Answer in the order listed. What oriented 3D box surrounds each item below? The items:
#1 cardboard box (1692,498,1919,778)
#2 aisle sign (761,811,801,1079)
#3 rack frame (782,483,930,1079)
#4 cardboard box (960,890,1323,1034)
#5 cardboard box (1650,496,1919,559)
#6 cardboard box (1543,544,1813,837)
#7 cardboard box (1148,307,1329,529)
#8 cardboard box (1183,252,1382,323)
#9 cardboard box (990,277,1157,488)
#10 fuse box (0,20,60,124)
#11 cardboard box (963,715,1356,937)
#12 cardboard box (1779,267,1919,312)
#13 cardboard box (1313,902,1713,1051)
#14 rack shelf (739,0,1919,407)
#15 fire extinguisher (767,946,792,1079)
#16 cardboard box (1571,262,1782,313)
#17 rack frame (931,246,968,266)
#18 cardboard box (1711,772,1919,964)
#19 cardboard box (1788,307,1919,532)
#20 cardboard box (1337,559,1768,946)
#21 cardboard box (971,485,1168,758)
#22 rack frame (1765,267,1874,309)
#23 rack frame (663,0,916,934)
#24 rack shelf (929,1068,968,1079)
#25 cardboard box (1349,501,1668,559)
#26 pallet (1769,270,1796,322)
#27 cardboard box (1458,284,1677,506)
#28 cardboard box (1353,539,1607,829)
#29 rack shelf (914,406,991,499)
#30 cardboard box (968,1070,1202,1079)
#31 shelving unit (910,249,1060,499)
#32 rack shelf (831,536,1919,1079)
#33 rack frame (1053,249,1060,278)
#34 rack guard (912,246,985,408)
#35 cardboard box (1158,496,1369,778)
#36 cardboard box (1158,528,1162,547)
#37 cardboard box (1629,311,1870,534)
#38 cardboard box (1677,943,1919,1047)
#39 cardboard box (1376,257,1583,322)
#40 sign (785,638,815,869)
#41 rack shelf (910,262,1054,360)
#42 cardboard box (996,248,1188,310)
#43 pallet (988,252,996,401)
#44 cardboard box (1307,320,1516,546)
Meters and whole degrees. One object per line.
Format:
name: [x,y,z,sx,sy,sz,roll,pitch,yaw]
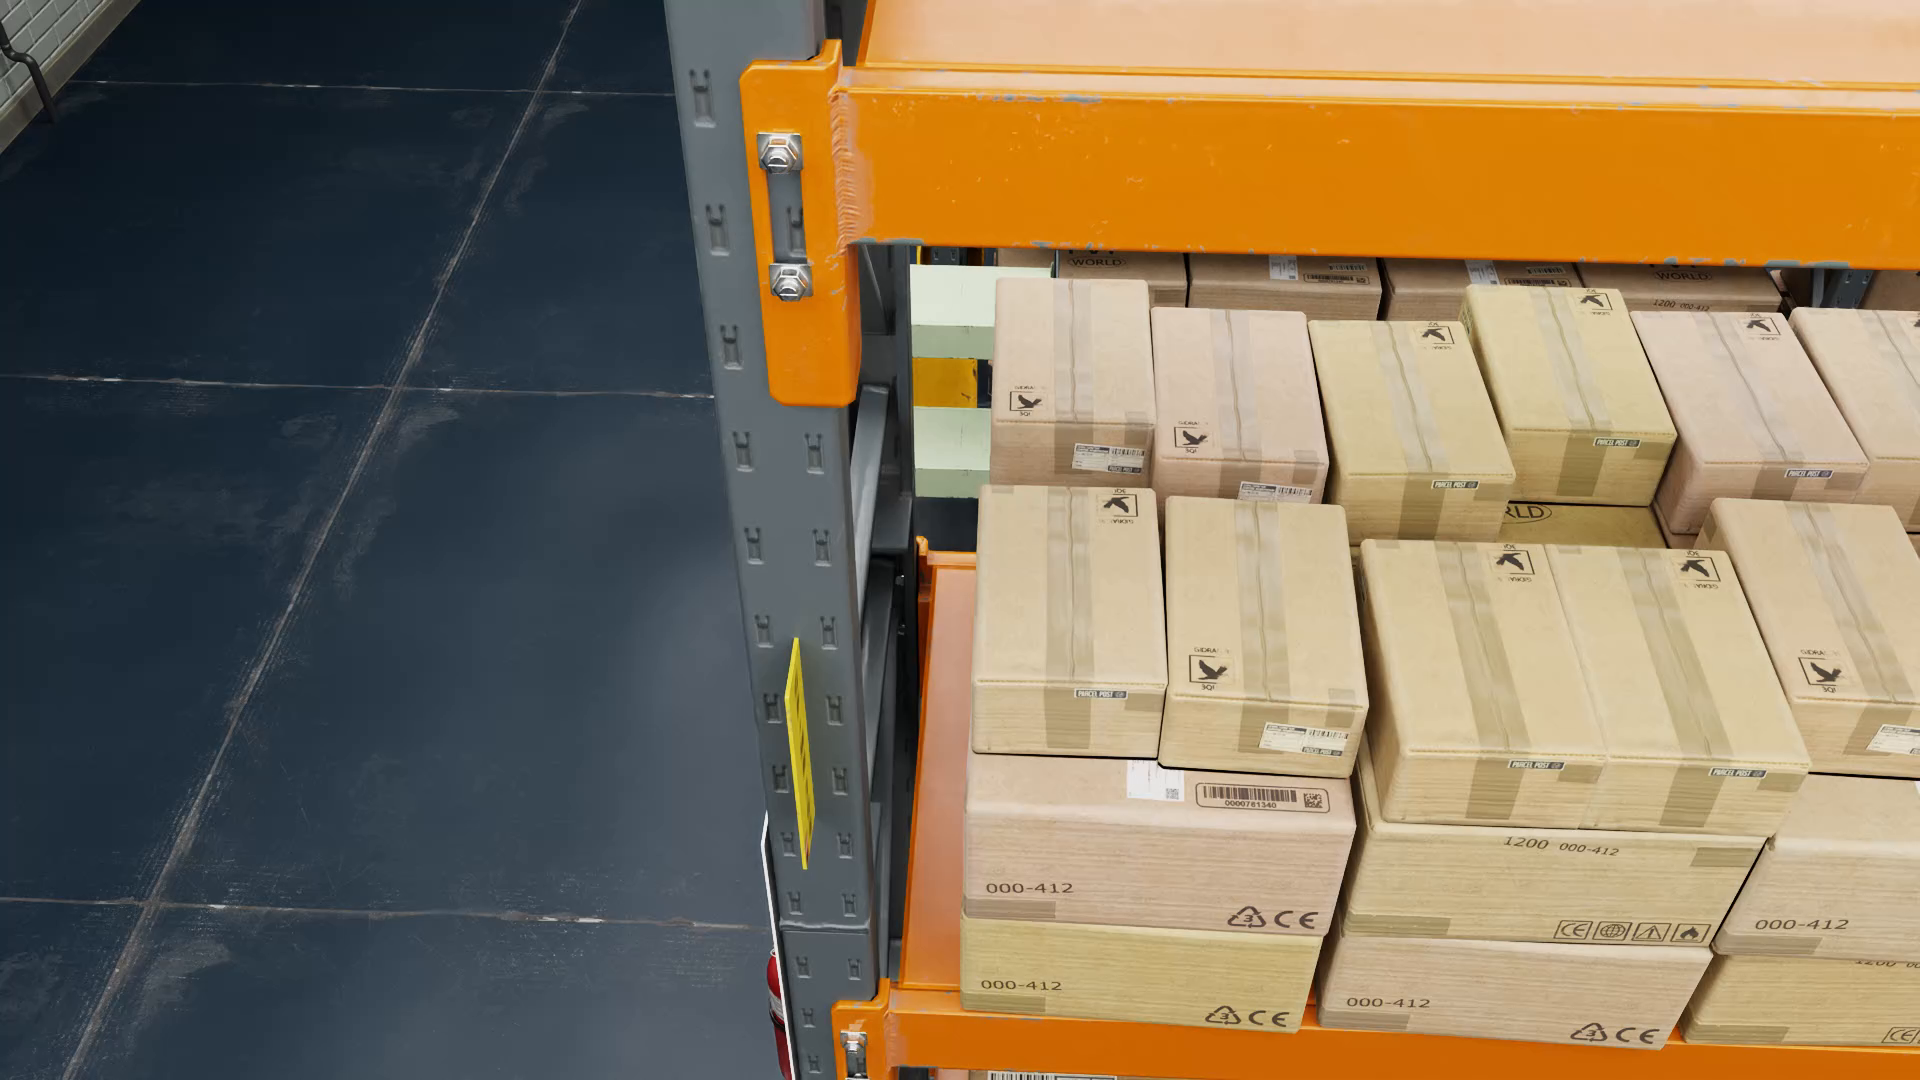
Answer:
cardboard box: [1.172,0.125,2.250,0.250,0.149,0.380,3,43,3]
aisle sign: [-0.254,0.560,2.626,0.004,0.787,0.394,2,43,2]
rack frame: [-0.168,1.310,3.729,0.127,3.000,1.000,2,43,2]
cardboard box: [0.269,0.455,2.556,0.500,0.250,0.500,3,43,3]
cardboard box: [1.326,-0.043,2.723,0.500,0.250,0.500,2,43,3]
cardboard box: [0.910,0.189,2.182,0.250,0.149,0.380,2,43,2]
cardboard box: [0.420,-0.192,2.591,0.250,0.149,0.380,2,43,3]
cardboard box: [1.533,-1.306,8.108,0.875,0.438,0.875,3,43,3]
cardboard box: [0.178,-0.252,2.655,0.250,0.149,0.380,1,43,2]
fuse box: [-5.439,-3.176,9.489,0.414,1.711,0.539,2,43,2]
cardboard box: [0.269,0.275,2.382,0.500,0.250,0.500,2,43,3]
cardboard box: [4.573,-1.353,7.838,0.875,0.875,0.875,3,43,3]
cardboard box: [0.795,0.474,2.535,0.500,0.250,0.500,3,43,3]
rack shelf: [1.830,-0.560,1.864,4.000,0.370,1.077,2,43,2]
fire extinguisher: [-0.399,1.152,4.228,0.183,0.674,0.296,2,43,2]
cardboard box: [3.328,-1.250,8.048,0.875,0.438,0.875,1,43,1]
rack frame: [-0.046,-2.064,7.350,0.127,3.000,1.000,2,43,2]
cardboard box: [1.285,0.313,2.341,0.500,0.250,0.500,2,43,2]
cardboard box: [1.456,-0.191,2.590,0.250,0.149,0.380,3,43,3]
cardboard box: [0.781,0.290,2.366,0.500,0.250,0.500,1,43,1]
cardboard box: [0.146,0.103,2.274,0.250,0.149,0.380,1,43,2]
rack frame: [3.950,-1.941,7.219,0.127,3.000,1.000,2,43,2]
rack frame: [-0.168,-0.885,1.684,0.127,3.000,1.000,2,43,2]
rack shelf: [1.830,1.634,3.908,4.000,0.370,1.077,2,43,2]
cardboard box: [0.815,-0.060,2.742,0.500,0.250,0.500,1,43,1]
pallet: [4.724,-0.949,8.199,1.213,0.211,1.003,2,43,2]
cardboard box: [0.945,-0.236,2.638,0.250,0.149,0.380,2,43,3]
cardboard box: [0.667,0.181,2.190,0.250,0.149,0.380,2,43,2]
rack shelf: [0.007,-0.310,7.046,0.720,0.370,0.431,2,43,2]
cardboard box: [0.269,0.993,3.044,0.500,0.500,0.500,2,43,2]
shelving unit: [0.007,-0.549,6.824,0.755,1.500,0.431,2,43,2]
rack shelf: [1.830,0.537,2.886,4.000,0.370,1.077,2,43,2]
rack frame: [0.372,-0.537,6.812,0.023,1.500,0.400,2,43,2]
rack guard: [-0.070,-1.150,8.203,0.348,0.500,1.175,2,43,2]
cardboard box: [0.399,0.123,2.253,0.250,0.149,0.380,3,43,4]
cardboard box: [0.304,-0.075,2.758,0.500,0.250,0.500,1,43,1]
cardboard box: [1.195,-0.187,2.585,0.250,0.149,0.380,1,43,1]
cardboard box: [1.310,0.481,2.528,0.500,0.250,0.500,0,43,1]
cardboard box: [2.433,-1.277,8.077,0.875,0.438,0.875,1,43,1]
sign: [-0.192,0.262,2.012,0.005,0.325,0.100,2,43,2]
rack shelf: [0.007,-0.834,6.558,0.720,0.370,0.431,2,43,2]
cardboard box: [0.618,-1.328,8.132,0.875,0.438,0.875,0,43,0]
pallet: [0.757,-1.072,8.332,1.213,0.211,1.003,2,43,2]
cardboard box: [0.676,-0.170,2.567,0.250,0.149,0.380,1,43,1]
